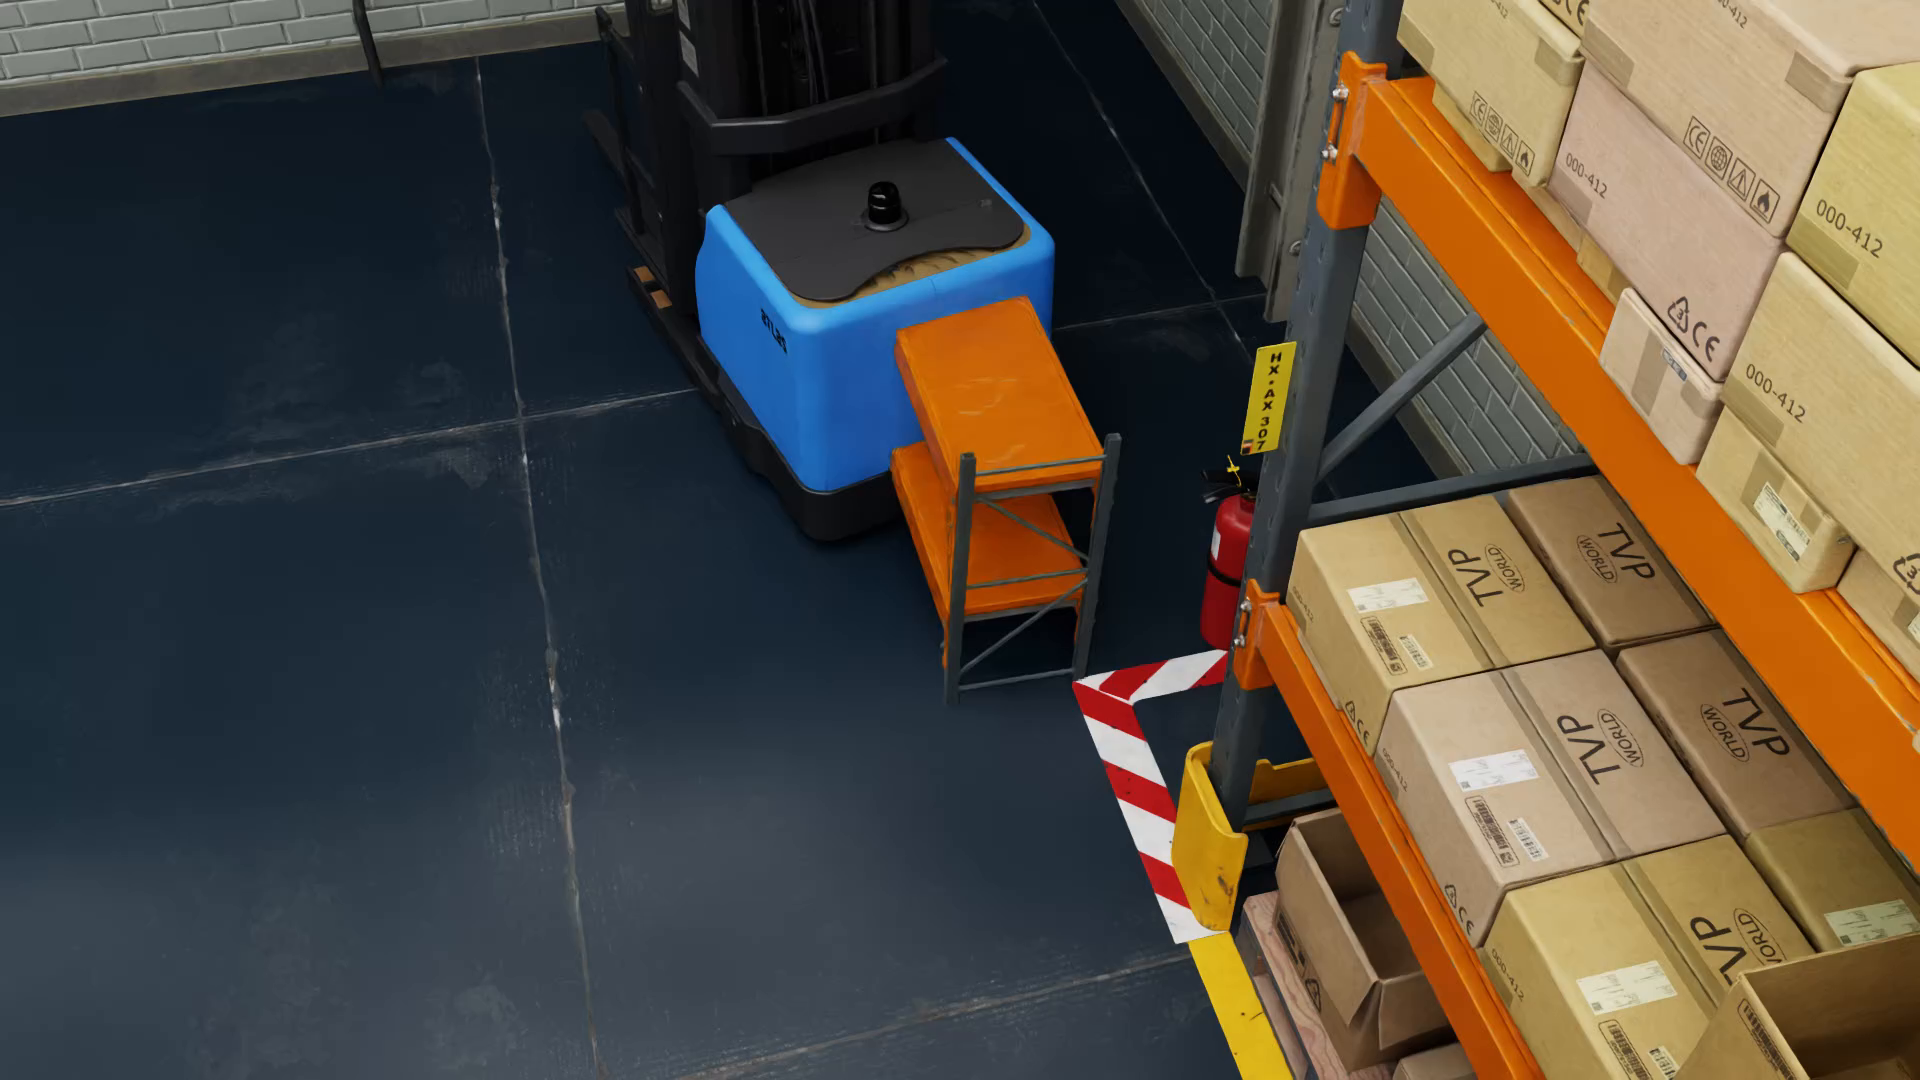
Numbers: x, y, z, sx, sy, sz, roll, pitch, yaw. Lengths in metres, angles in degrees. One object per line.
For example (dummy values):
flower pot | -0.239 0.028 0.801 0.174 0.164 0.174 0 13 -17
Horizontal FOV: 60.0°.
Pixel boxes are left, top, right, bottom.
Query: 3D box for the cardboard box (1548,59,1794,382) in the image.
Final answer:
cardboard box | 1.242 -0.520 2.456 0.500 0.250 0.500 -10 46 -10

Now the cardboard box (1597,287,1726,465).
cardboard box | 1.205 -0.274 2.494 0.380 0.149 0.250 -10 46 -9

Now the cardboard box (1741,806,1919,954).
cardboard box | 1.870 0.795 3.268 0.500 0.250 0.500 -9 46 -9

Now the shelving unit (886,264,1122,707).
shelving unit | 0.087 -0.216 5.729 0.538 1.125 1.048 -8 45 -13

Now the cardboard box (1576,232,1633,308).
cardboard box | 1.241 -0.465 2.681 0.380 0.149 0.250 -11 47 -10

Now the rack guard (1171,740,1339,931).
rack guard | 1.262 0.806 5.111 1.175 0.500 0.348 -11 47 -10

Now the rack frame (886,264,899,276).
rack frame | -0.041 -0.558 6.082 0.500 1.125 0.032 -8 45 -13

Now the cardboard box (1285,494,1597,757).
cardboard box | 1.098 0.189 3.861 0.500 0.250 0.500 -10 47 -10

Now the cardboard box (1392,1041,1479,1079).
cardboard box | 1.379 1.469 4.412 0.380 0.149 0.250 -12 47 -12

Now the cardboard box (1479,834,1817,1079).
cardboard box | 1.361 0.886 3.178 0.500 0.250 0.500 -12 47 -11

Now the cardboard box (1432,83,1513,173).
cardboard box | 1.099 -0.821 3.030 0.380 0.149 0.250 -10 46 -9

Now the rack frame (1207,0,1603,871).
rack frame | 1.243 -0.122 4.269 1.000 3.000 0.127 -11 47 -10

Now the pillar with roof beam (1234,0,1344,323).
pillar with roof beam | -2.738 -3.461 3.341 9.100 9.000 0.400 -11 47 -10

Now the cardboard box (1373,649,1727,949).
cardboard box | 1.228 0.537 3.520 0.500 0.250 0.500 -10 46 -10

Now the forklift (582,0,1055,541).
forklift | -0.792 -2.075 6.232 1.130 2.935 3.031 -21 49 -19

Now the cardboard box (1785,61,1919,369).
cardboard box | 1.367 -0.347 1.936 0.500 0.250 0.500 -11 47 -11

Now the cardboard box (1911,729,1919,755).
cardboard box | 1.398 0.255 1.976 0.380 0.149 0.250 -11 47 -10

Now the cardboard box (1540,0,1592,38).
cardboard box | 1.113 -1.046 2.621 0.500 0.250 0.500 -11 47 -11

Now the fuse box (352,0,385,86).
fuse box | -2.953 -2.933 7.926 0.539 1.711 0.414 -11 47 -10

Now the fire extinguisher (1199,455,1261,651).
fire extinguisher | 0.758 0.019 4.447 0.296 0.674 0.183 -11 47 -10

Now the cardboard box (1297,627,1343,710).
cardboard box | 1.061 0.243 4.087 0.380 0.149 0.250 -11 47 -11

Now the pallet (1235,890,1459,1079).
pallet | 1.467 1.457 4.675 1.003 0.211 1.213 -11 47 -10

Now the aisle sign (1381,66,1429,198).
aisle sign | 0.941 -1.025 3.334 0.394 0.787 0.004 -11 47 -10

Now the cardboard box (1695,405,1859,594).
cardboard box | 1.279 -0.094 2.318 0.380 0.149 0.250 -11 47 -10

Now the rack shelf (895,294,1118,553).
rack shelf | 0.103 -0.428 5.528 0.538 0.278 1.000 -8 45 -13

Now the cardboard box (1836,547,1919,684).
cardboard box | 1.402 0.065 2.162 0.380 0.149 0.250 -11 47 -11

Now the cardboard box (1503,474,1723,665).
cardboard box | 1.617 0.096 3.953 0.500 0.250 0.500 -9 46 -9

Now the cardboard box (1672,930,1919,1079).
cardboard box | 1.483 0.962 2.579 0.500 0.500 0.500 -10 46 -9

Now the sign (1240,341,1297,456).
sign | 0.718 -0.326 3.863 0.100 0.325 0.005 -11 47 -10

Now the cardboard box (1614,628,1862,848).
cardboard box | 1.748 0.452 3.604 0.500 0.250 0.500 -11 47 -10

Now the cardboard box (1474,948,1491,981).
cardboard box | 1.278 0.771 3.570 0.380 0.149 0.250 -9 46 -9

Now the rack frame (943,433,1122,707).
rack frame | 0.216 0.127 5.376 0.500 1.125 0.032 -8 45 -13

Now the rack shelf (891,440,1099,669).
rack shelf | 0.074 -0.038 5.896 0.538 0.278 1.000 -8 45 -13

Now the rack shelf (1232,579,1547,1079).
rack shelf | 1.755 1.511 3.173 1.077 0.370 4.000 -11 47 -10

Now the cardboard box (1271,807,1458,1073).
cardboard box | 1.308 1.045 4.580 0.797 0.503 0.637 -12 47 -12

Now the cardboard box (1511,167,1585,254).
cardboard box | 1.192 -0.645 2.858 0.380 0.149 0.250 -10 46 -10

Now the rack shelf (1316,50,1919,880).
rack shelf | 1.755 0.461 2.102 1.077 0.370 4.000 -11 47 -10

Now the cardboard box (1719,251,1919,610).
cardboard box | 1.361 -0.164 2.107 0.500 0.250 0.500 -12 47 -12

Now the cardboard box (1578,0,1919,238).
cardboard box | 1.225 -0.691 2.274 0.500 0.250 0.500 -11 47 -11

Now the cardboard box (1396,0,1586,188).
cardboard box | 1.092 -0.867 2.796 0.500 0.250 0.500 -11 47 -11
